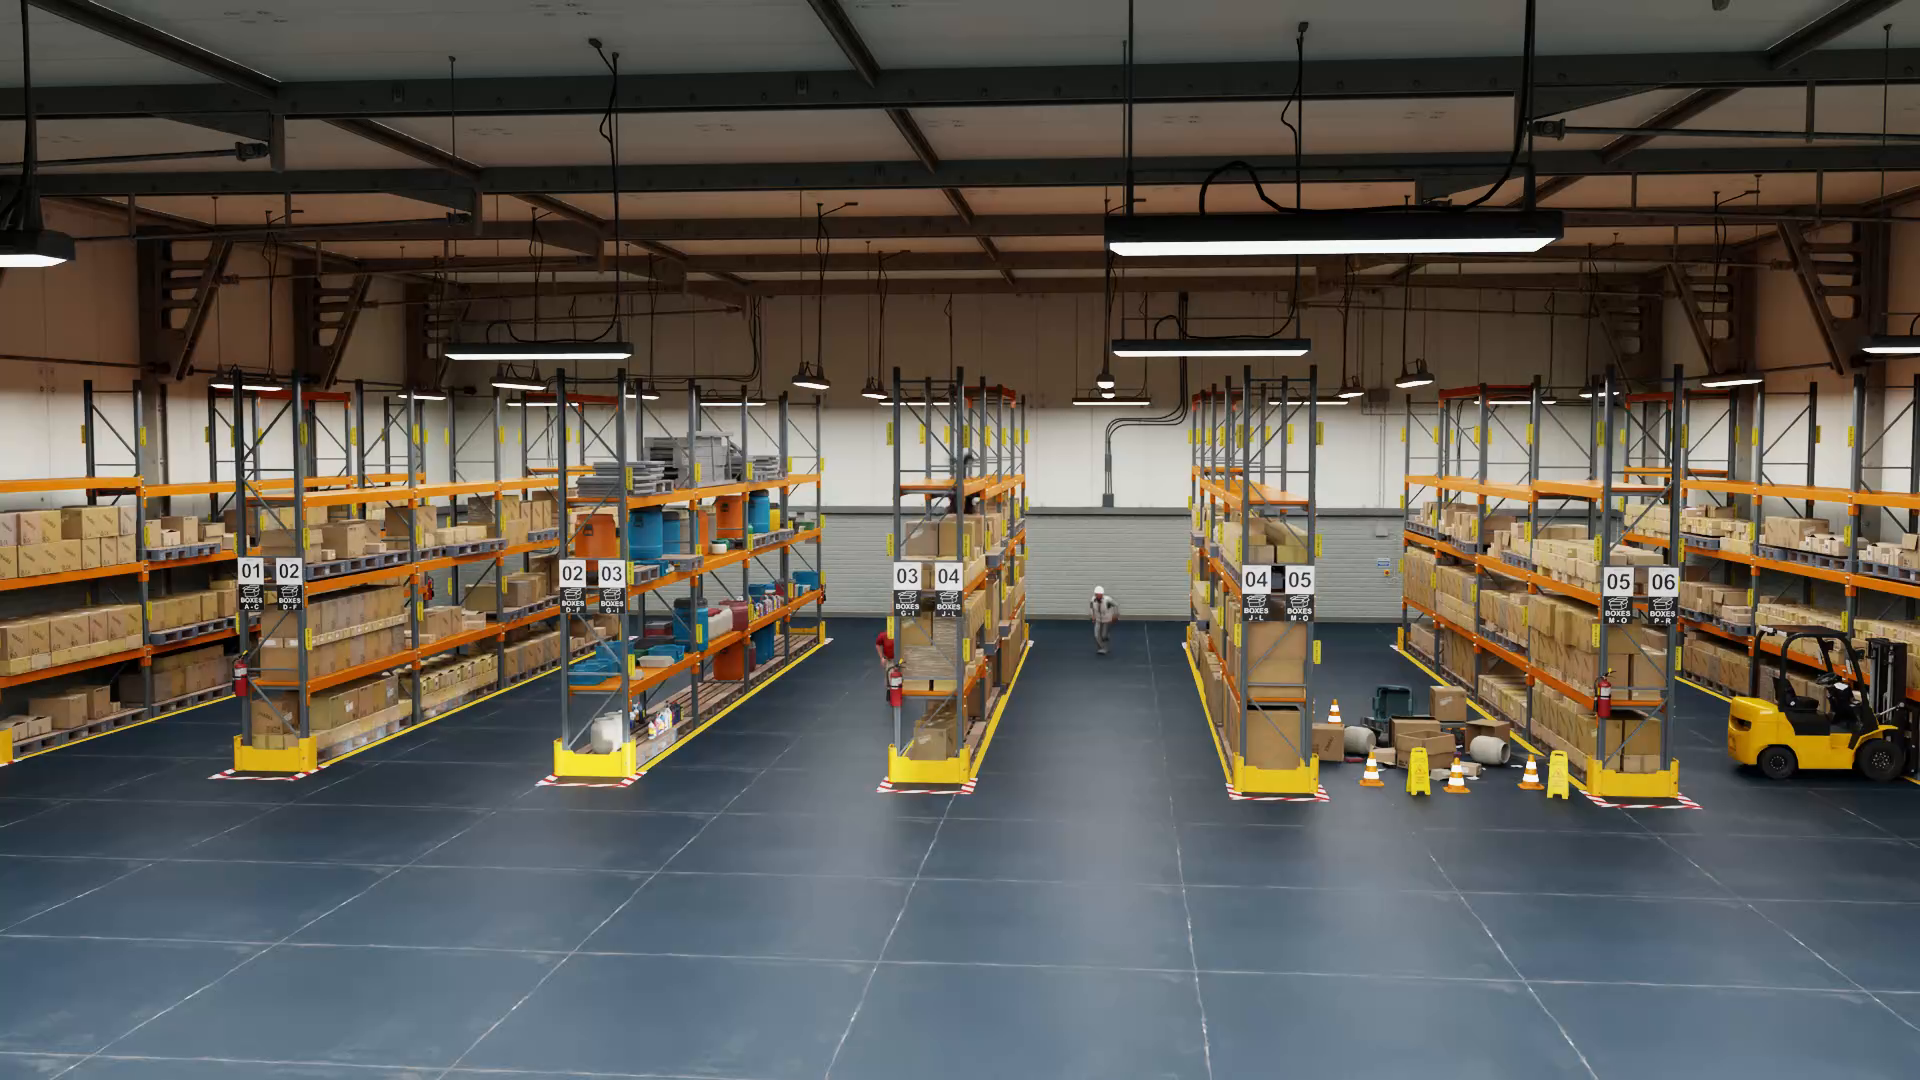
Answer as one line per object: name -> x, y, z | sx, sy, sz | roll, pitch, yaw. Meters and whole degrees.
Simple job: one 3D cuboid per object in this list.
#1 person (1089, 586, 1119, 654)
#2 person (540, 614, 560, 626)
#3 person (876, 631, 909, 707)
person -> 3.294, 1.847, 38.127 | 0.668, 1.617, 0.891 | 1, 4, 22
person -> -10.438, 1.585, 42.419 | 0.679, 1.562, 0.532 | 1, 4, 15
person -> -1.218, 2.265, 30.927 | 0.703, 1.645, 0.915 | -1, 4, -16
